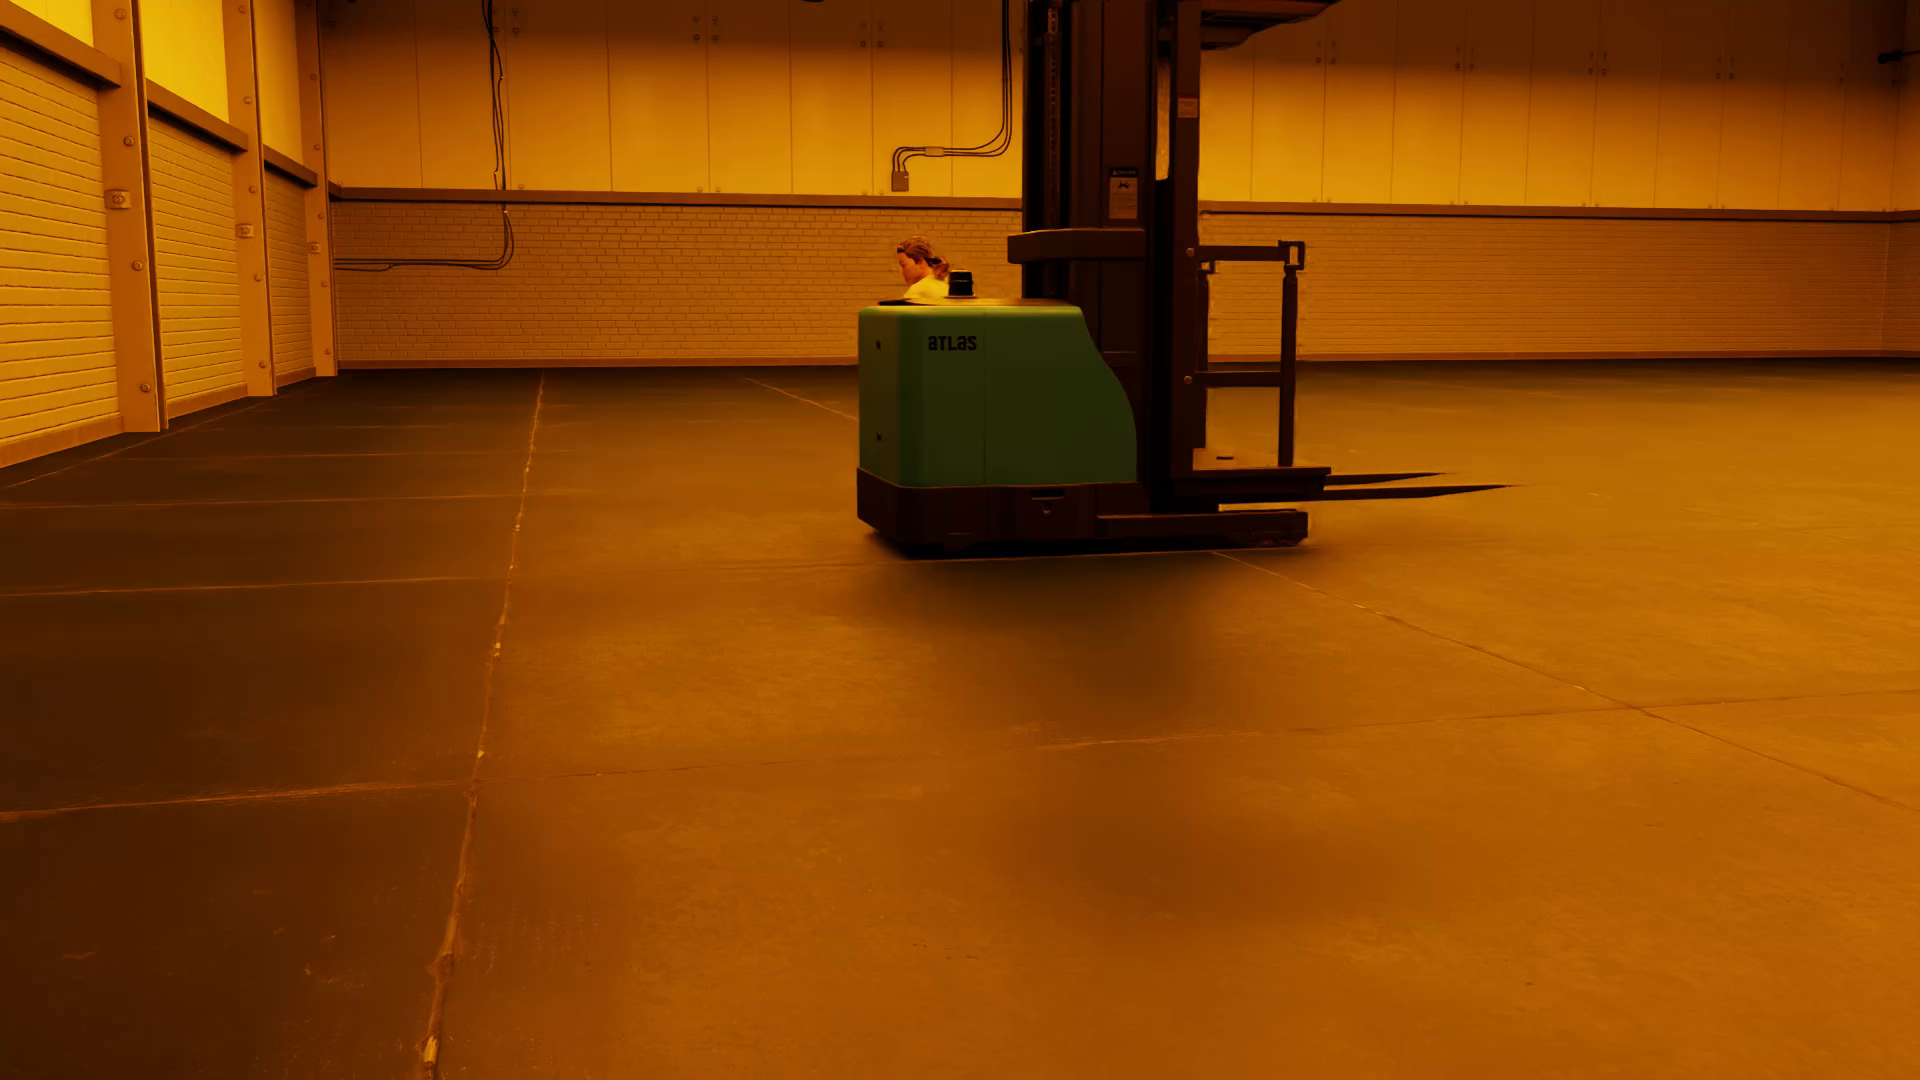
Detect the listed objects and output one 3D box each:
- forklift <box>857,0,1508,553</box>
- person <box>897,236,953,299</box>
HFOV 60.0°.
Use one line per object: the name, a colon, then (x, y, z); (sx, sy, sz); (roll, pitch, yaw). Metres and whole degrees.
forklift: (1.082, -1.484, 7.732); (3.031, 2.935, 1.130); (-2, 8, -15)
person: (-0.112, -0.830, 9.218); (0.722, 1.255, 0.639); (-4, 9, -26)
